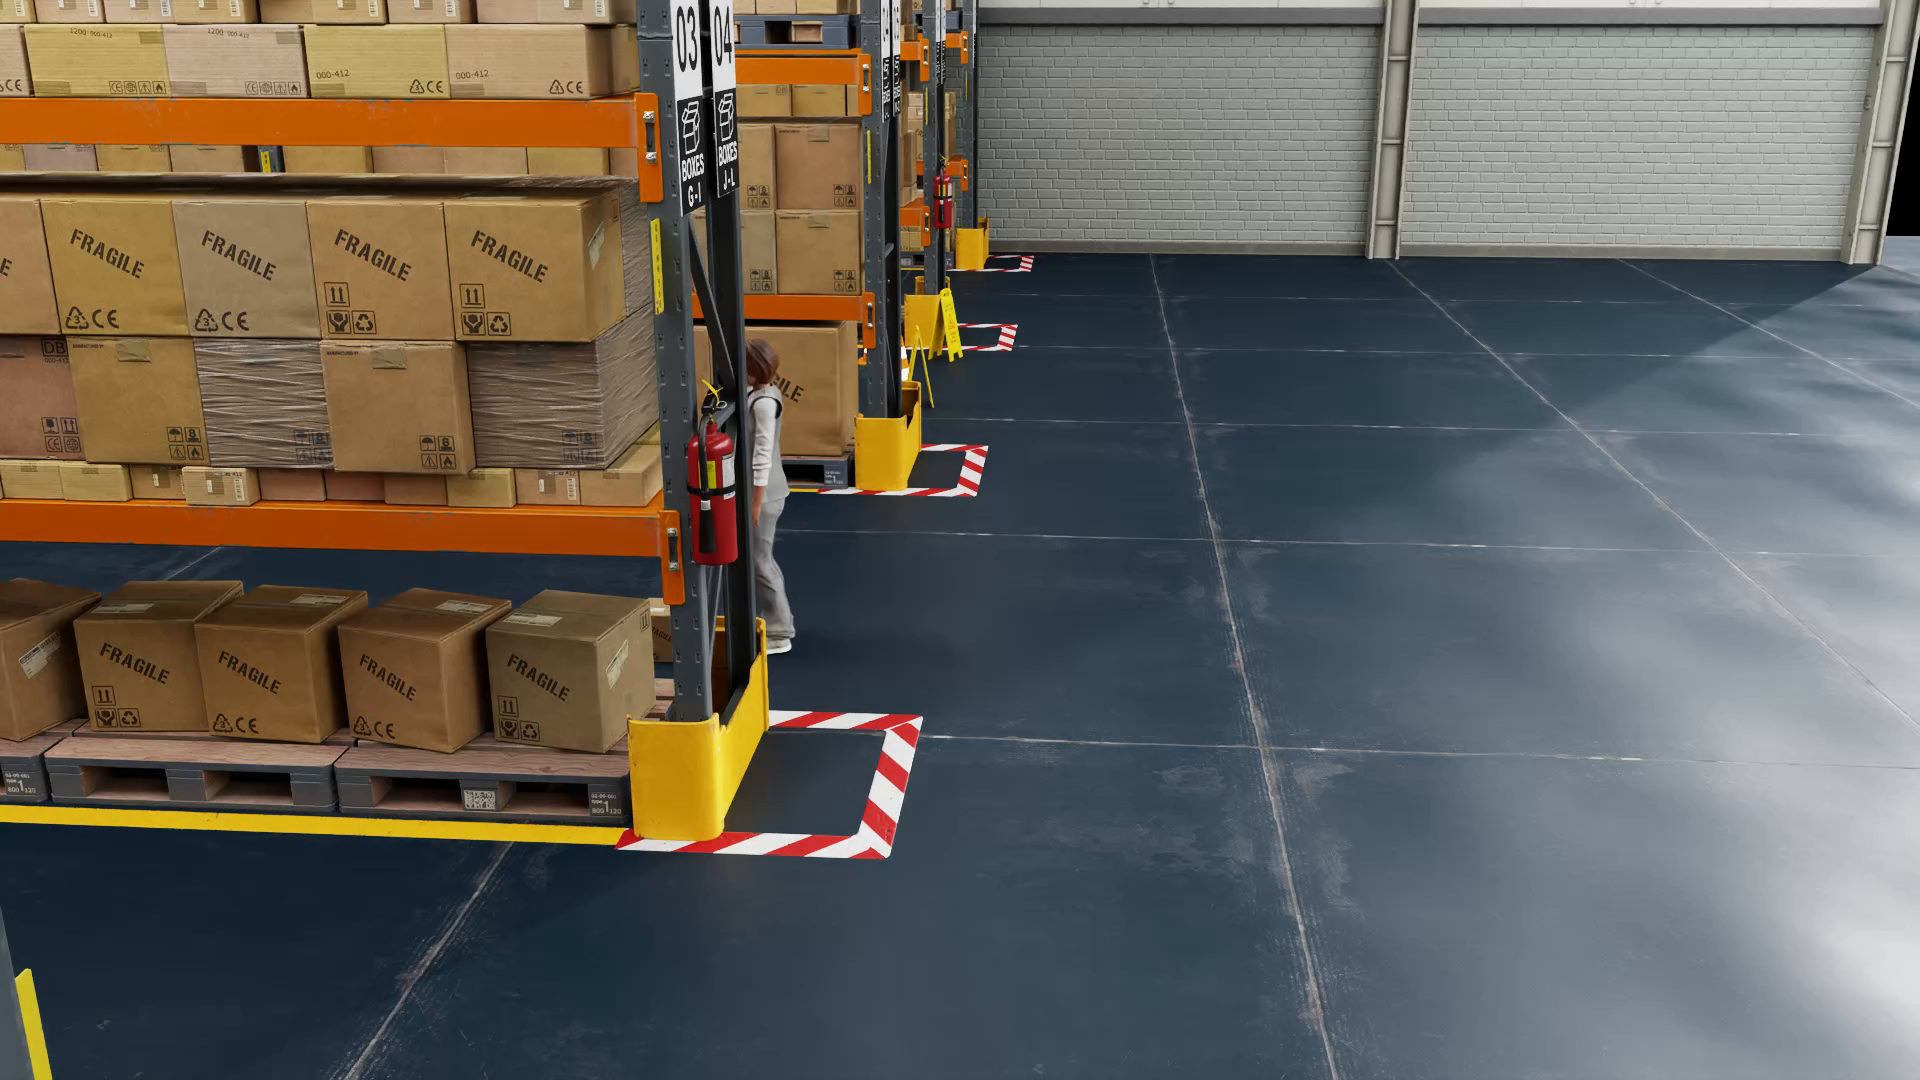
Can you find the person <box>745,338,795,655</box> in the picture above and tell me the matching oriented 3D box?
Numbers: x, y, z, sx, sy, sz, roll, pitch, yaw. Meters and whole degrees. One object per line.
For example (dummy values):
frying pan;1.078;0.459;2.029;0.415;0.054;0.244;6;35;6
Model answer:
person;-0.988;-0.202;8.224;0.305;1.601;0.407;-3;18;-10
